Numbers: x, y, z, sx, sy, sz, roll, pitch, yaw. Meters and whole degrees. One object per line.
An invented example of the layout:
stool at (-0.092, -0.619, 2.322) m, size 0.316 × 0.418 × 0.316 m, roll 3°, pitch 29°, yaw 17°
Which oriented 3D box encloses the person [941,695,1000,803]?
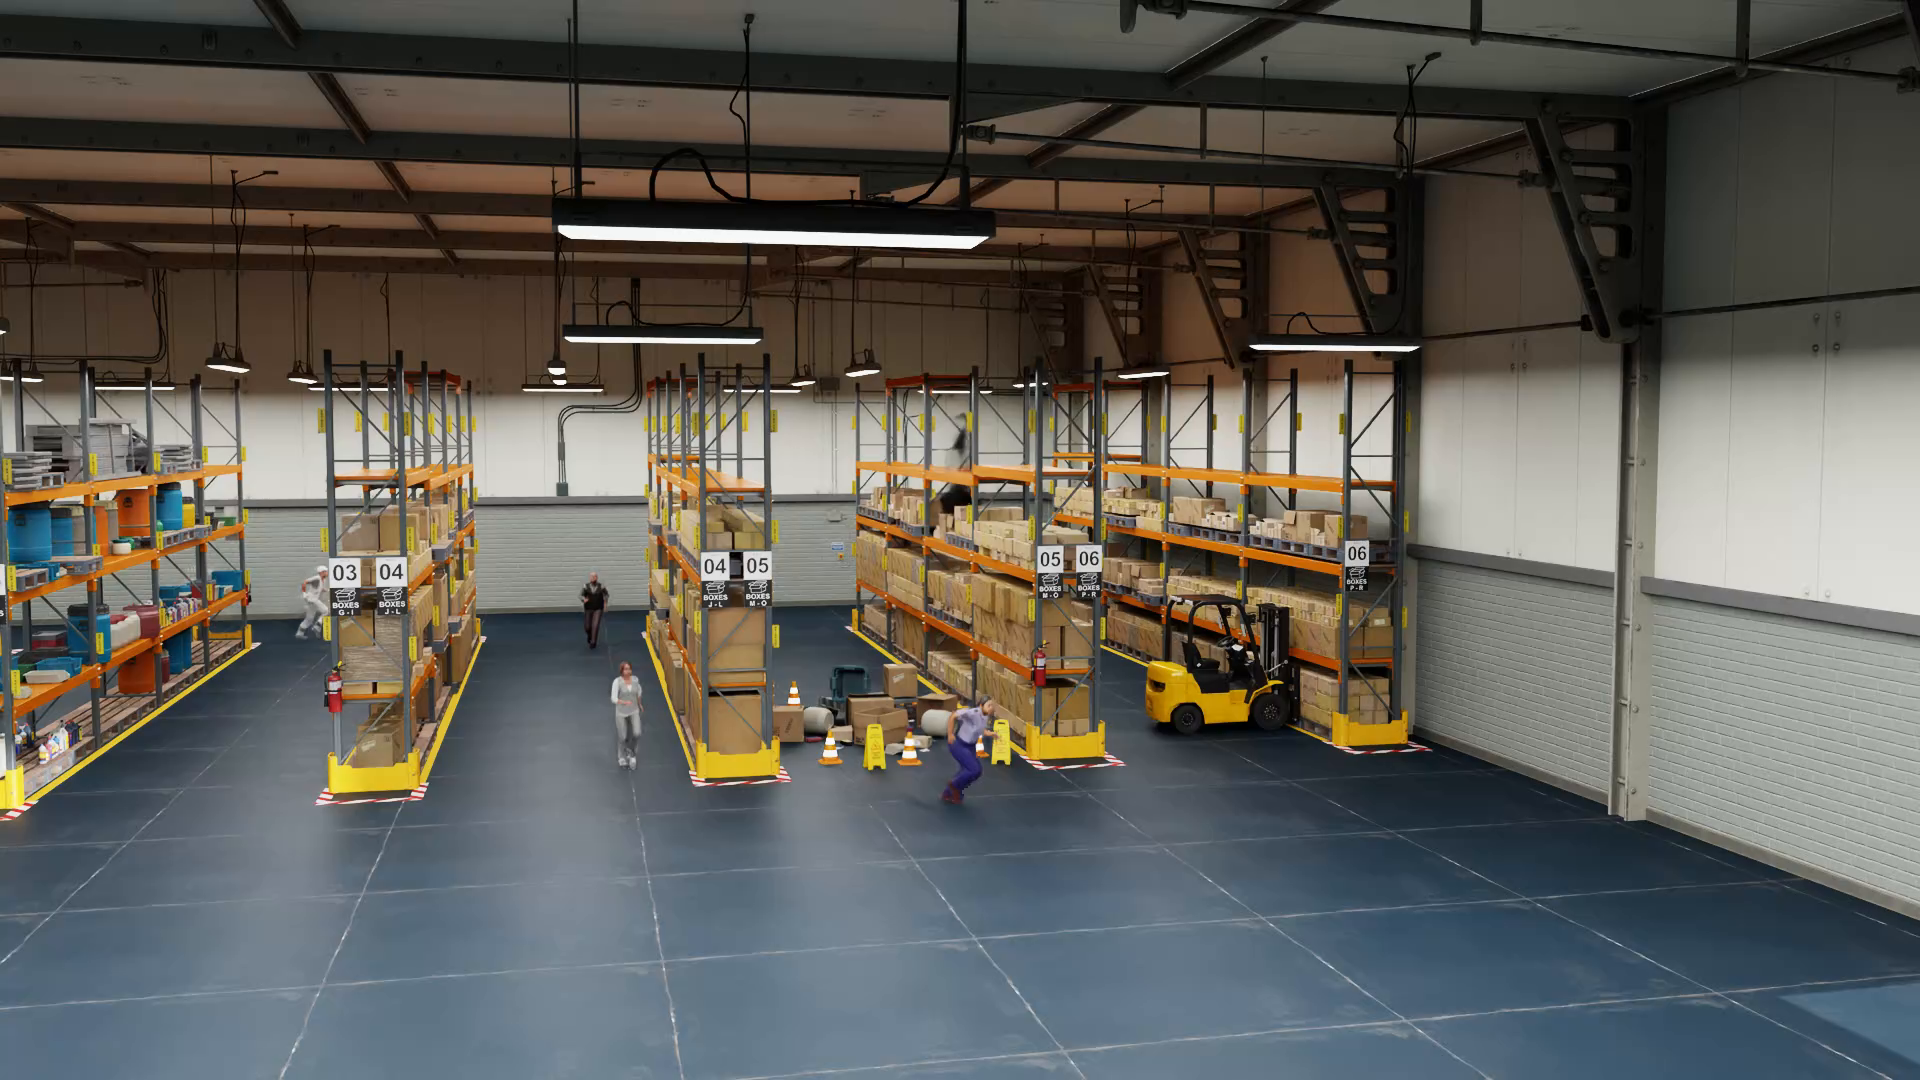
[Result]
person at (0.101, 2.749, 21.767) m, size 0.862 × 1.482 × 0.636 m, roll 2°, pitch 5°, yaw 30°

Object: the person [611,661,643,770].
person at (-4.798, 2.539, 24.028) m, size 0.504 × 1.571 × 0.732 m, roll -2°, pitch 4°, yaw -25°

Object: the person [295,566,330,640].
person at (-14.897, 1.445, 38.423) m, size 0.906 × 1.703 × 0.644 m, roll -1°, pitch 4°, yaw -15°

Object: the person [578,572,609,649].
person at (-8.183, 1.567, 37.167) m, size 0.674 × 1.701 × 0.827 m, roll -1°, pitch 4°, yaw -8°
